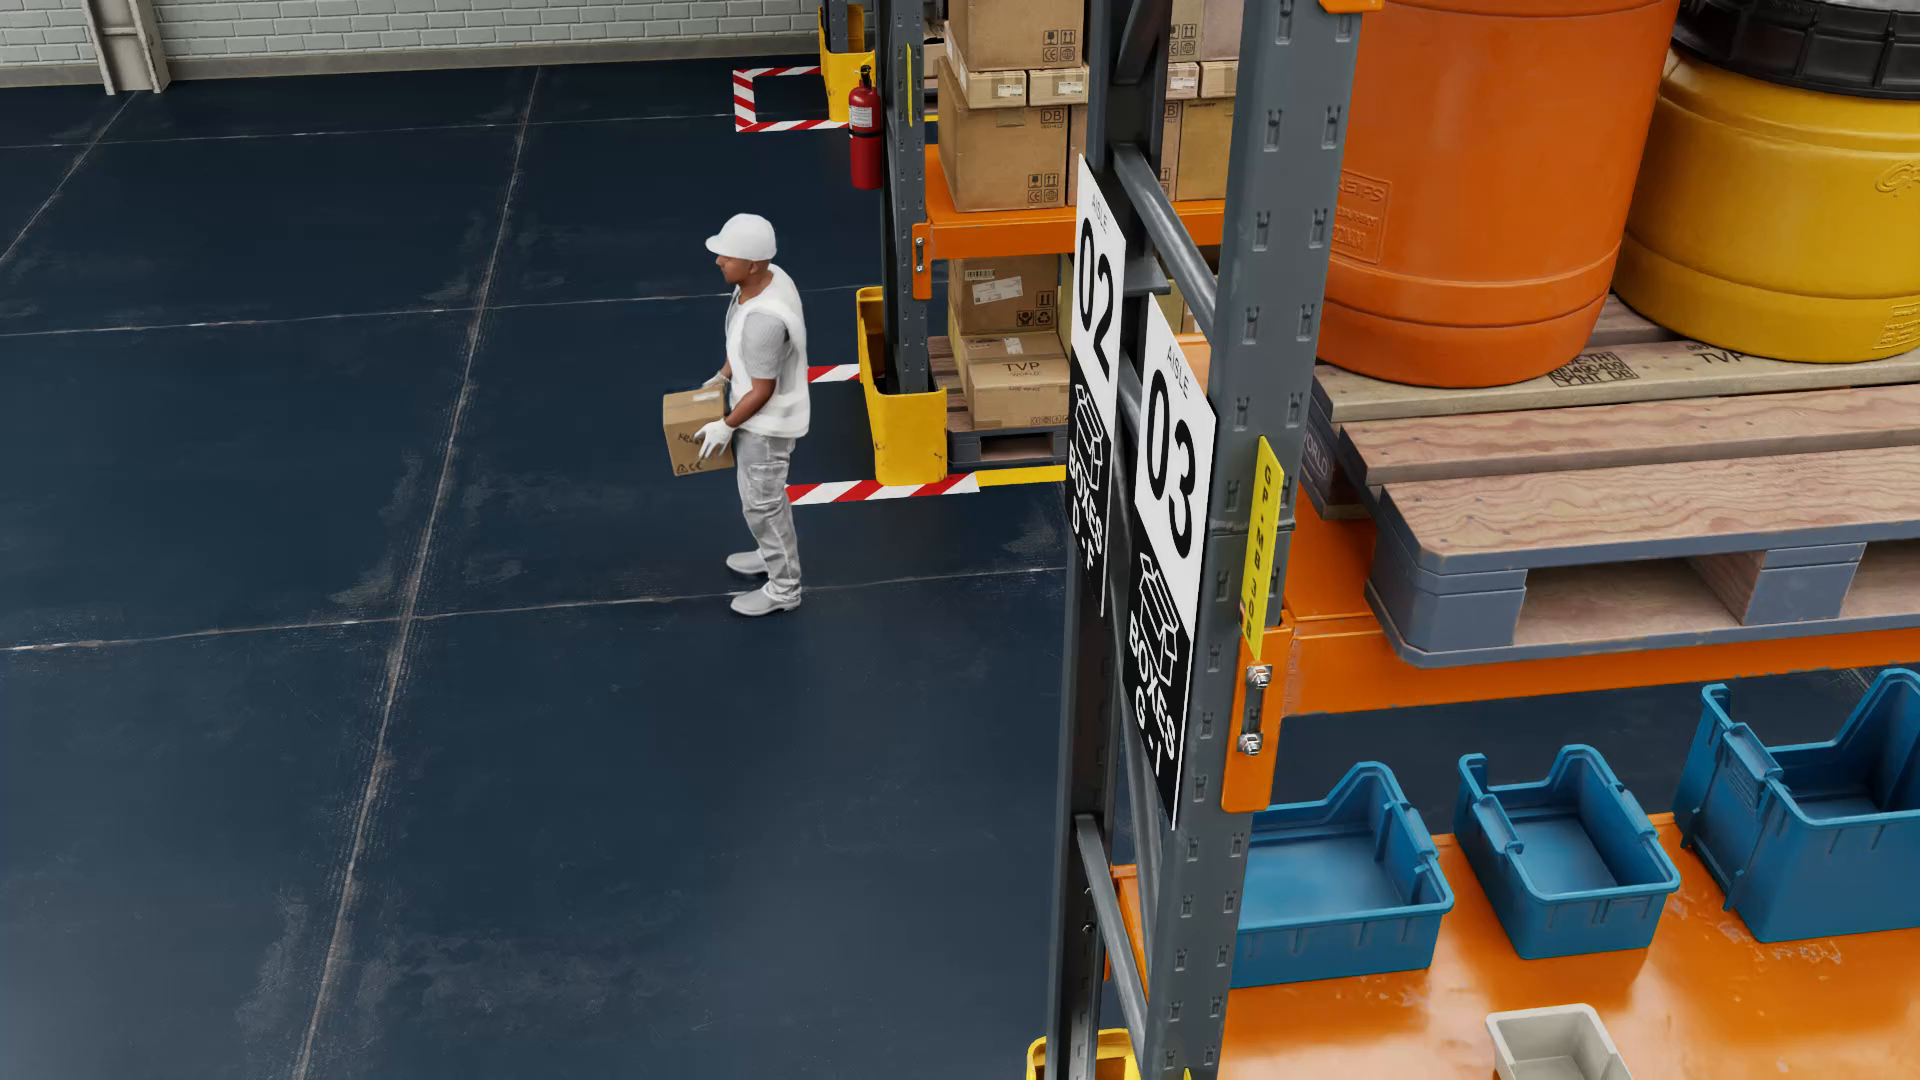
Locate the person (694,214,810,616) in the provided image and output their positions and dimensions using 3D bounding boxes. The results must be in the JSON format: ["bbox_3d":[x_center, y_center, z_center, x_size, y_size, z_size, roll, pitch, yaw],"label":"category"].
[{"bbox_3d":[-0.857,-0.508,6.864,0.483,1.786,0.552,-5,35,-7],"label":"person"}]
